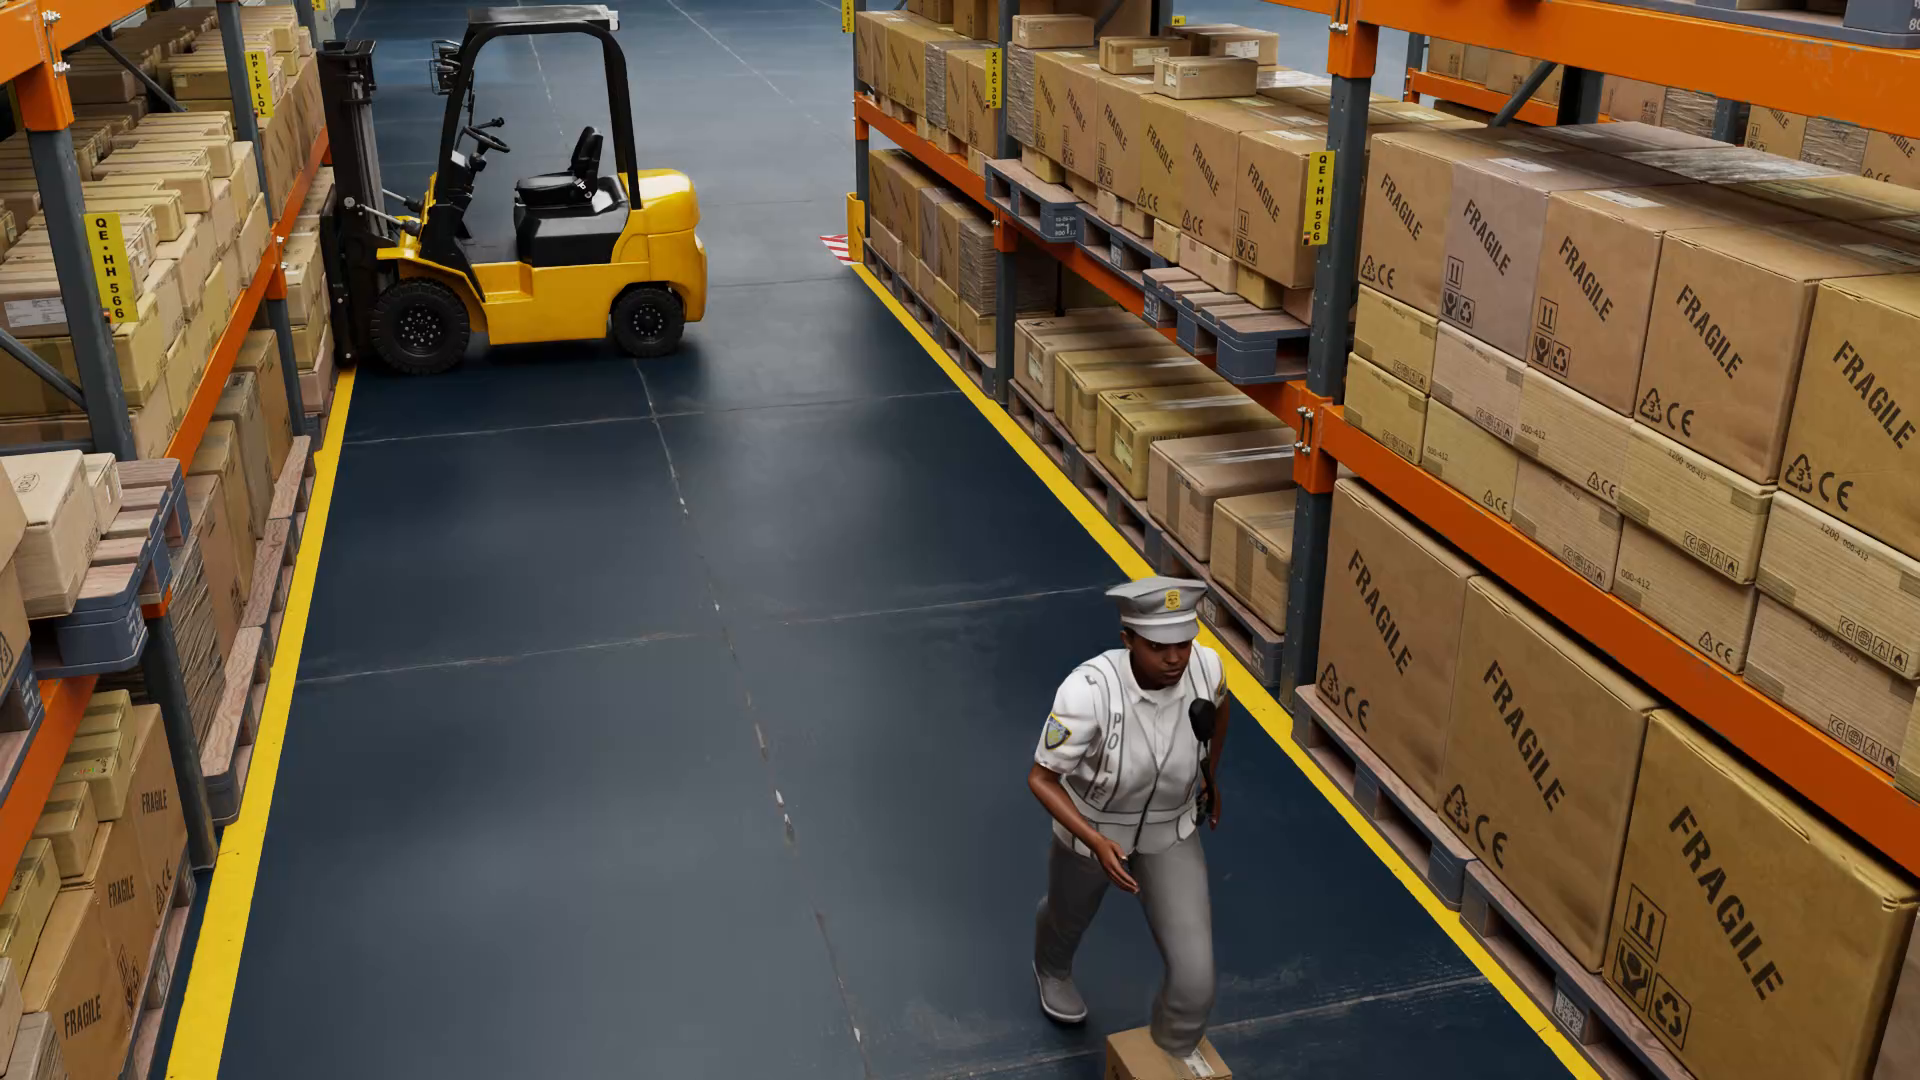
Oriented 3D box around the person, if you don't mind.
[{"bbox_3d":[0.439,0.749,4.383,0.580,1.600,0.900,-3,23,-8],"label":"person"}]
